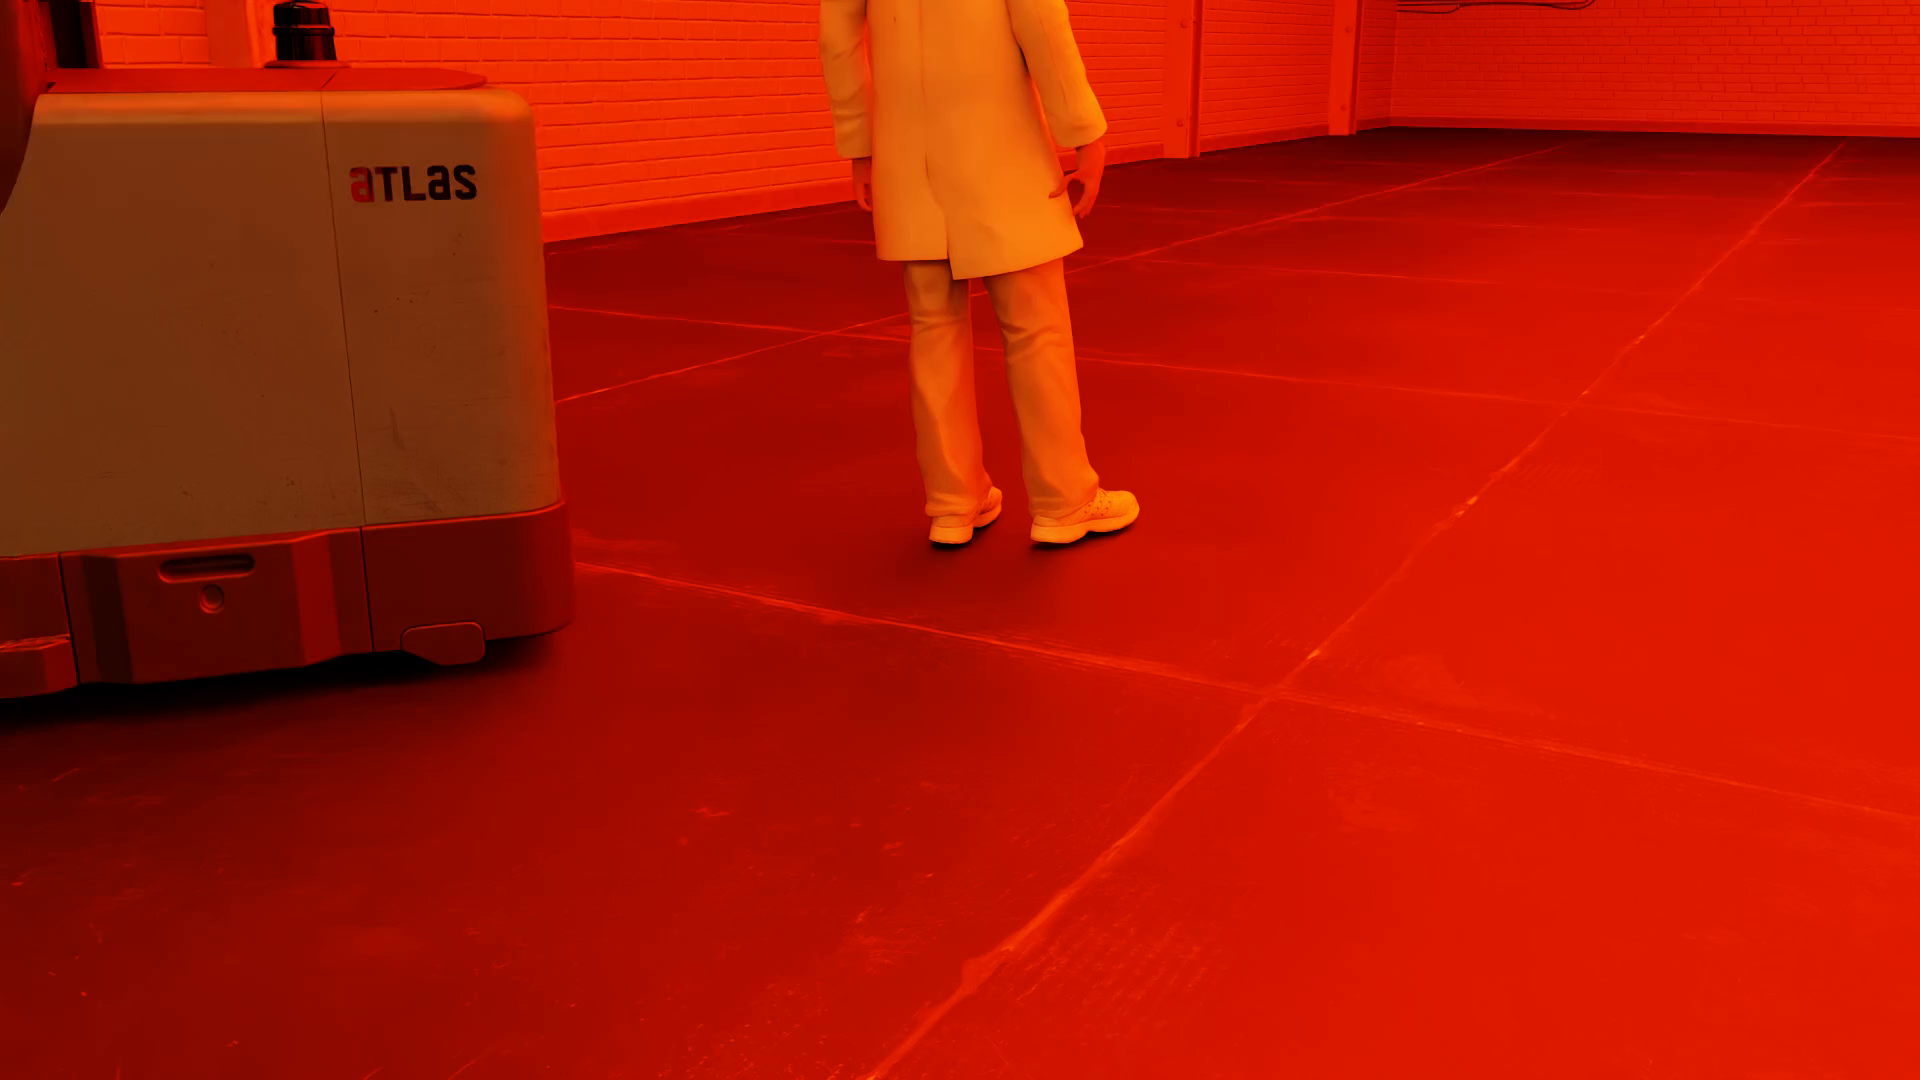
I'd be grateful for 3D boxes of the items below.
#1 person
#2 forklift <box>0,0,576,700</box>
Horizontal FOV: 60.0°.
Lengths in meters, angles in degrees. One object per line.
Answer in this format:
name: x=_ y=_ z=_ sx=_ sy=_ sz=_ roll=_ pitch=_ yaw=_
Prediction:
person: x=0.048 y=-0.881 z=3.861 sx=0.698 sy=1.776 sz=0.580 roll=9 pitch=19 yaw=28
forklift: x=-2.330 y=-1.162 z=2.797 sx=3.031 sy=2.935 sz=1.130 roll=-6 pitch=17 yaw=-18
